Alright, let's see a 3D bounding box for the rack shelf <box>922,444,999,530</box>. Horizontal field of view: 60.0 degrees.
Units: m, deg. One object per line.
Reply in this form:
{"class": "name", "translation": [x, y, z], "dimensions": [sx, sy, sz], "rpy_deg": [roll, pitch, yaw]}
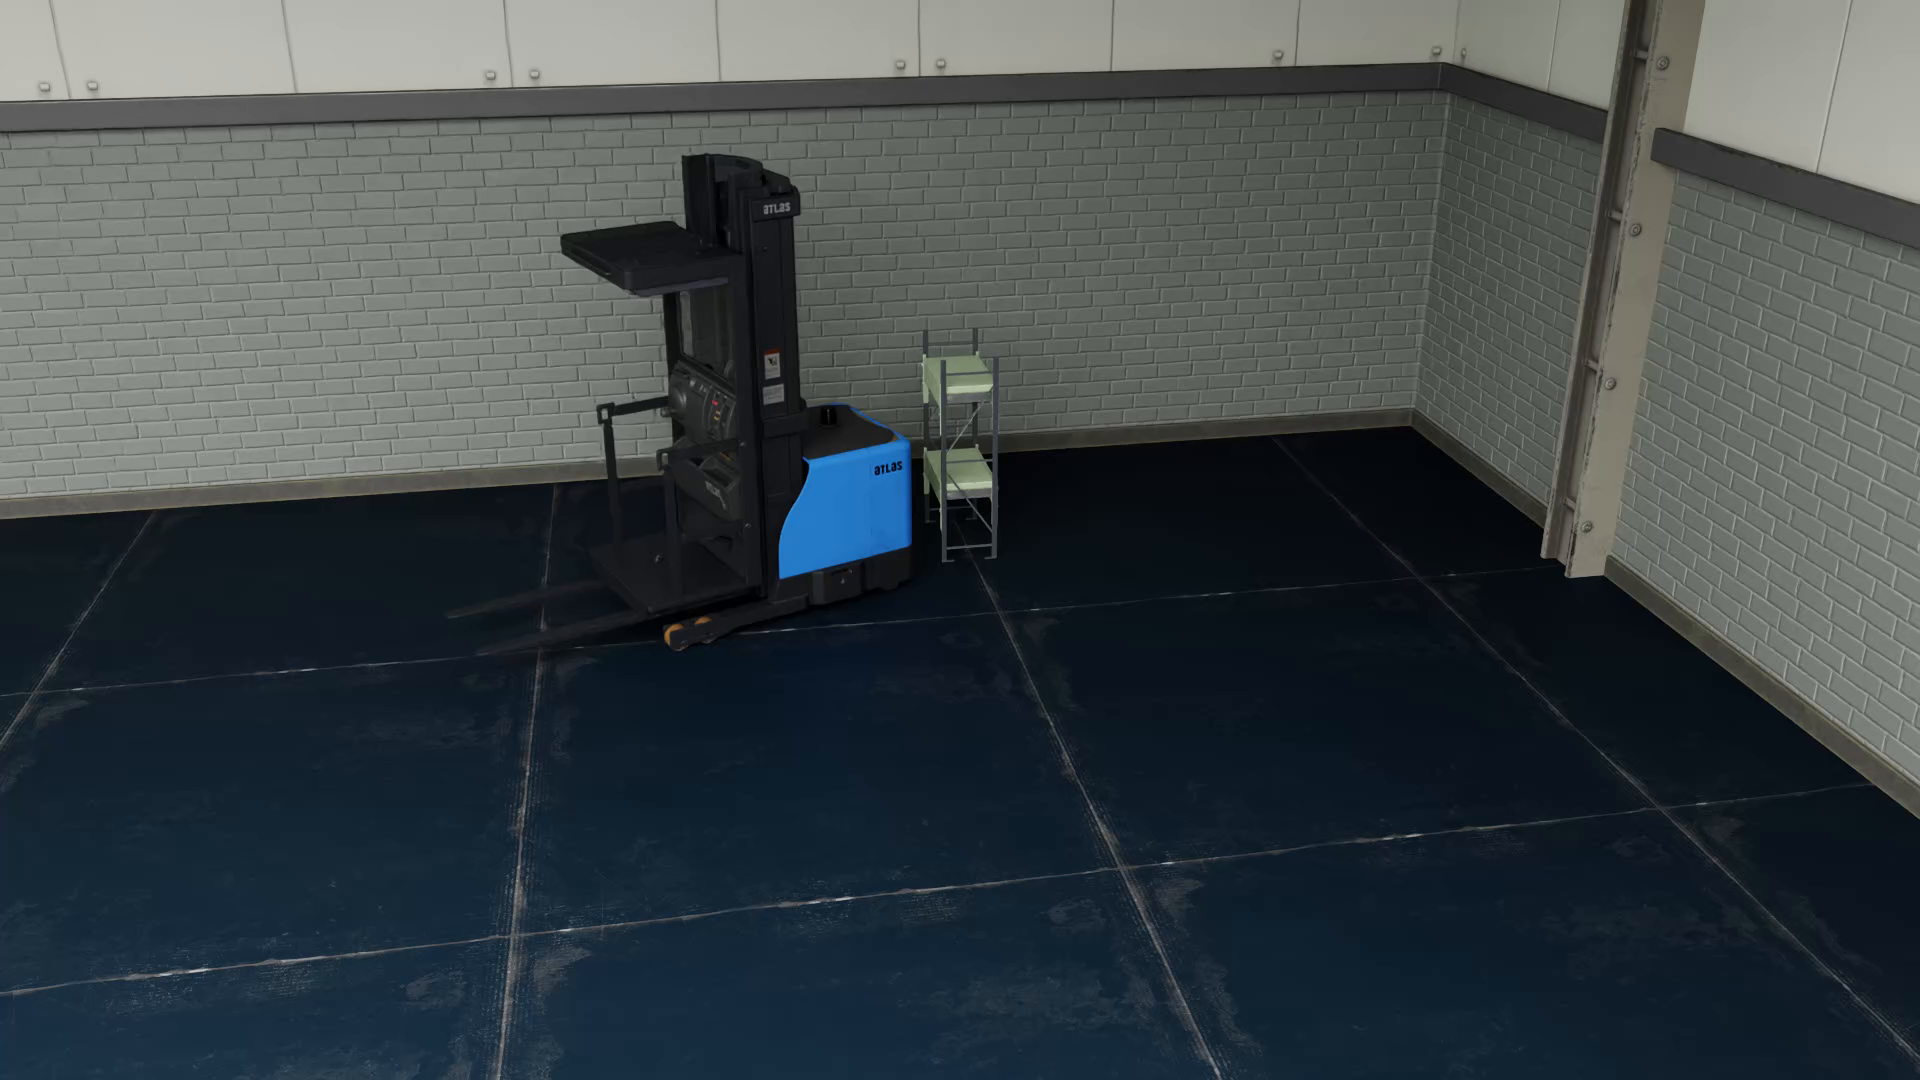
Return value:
{"class": "rack shelf", "translation": [-0.001, -0.391, 12.086], "dimensions": [0.431, 0.370, 0.720], "rpy_deg": [-4, 24, -10]}

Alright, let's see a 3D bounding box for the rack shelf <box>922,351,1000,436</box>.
{"class": "rack shelf", "translation": [-0.001, -1.048, 11.800], "dimensions": [0.431, 0.370, 0.720], "rpy_deg": [-4, 24, -10]}

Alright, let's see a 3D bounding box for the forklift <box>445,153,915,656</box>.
{"class": "forklift", "translation": [-1.831, -0.877, 10.596], "dimensions": [3.031, 2.935, 1.130], "rpy_deg": [-14, 27, -29]}

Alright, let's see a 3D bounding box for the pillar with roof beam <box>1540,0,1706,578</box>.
{"class": "pillar with roof beam", "translation": [0.140, -3.628, 9.315], "dimensions": [9.100, 9.000, 0.400], "rpy_deg": [-4, 24, -10]}

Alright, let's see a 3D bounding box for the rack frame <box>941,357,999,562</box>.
{"class": "rack frame", "translation": [0.066, -0.546, 11.626], "dimensions": [0.400, 1.500, 0.023], "rpy_deg": [-4, 24, -10]}

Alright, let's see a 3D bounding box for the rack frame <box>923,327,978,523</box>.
{"class": "rack frame", "translation": [-0.069, -0.834, 12.285], "dimensions": [0.400, 1.500, 0.023], "rpy_deg": [-4, 24, -10]}

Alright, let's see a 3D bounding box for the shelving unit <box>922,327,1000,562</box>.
{"class": "shelving unit", "translation": [-0.001, -0.690, 11.956], "dimensions": [0.431, 1.500, 0.755], "rpy_deg": [-4, 24, -10]}
